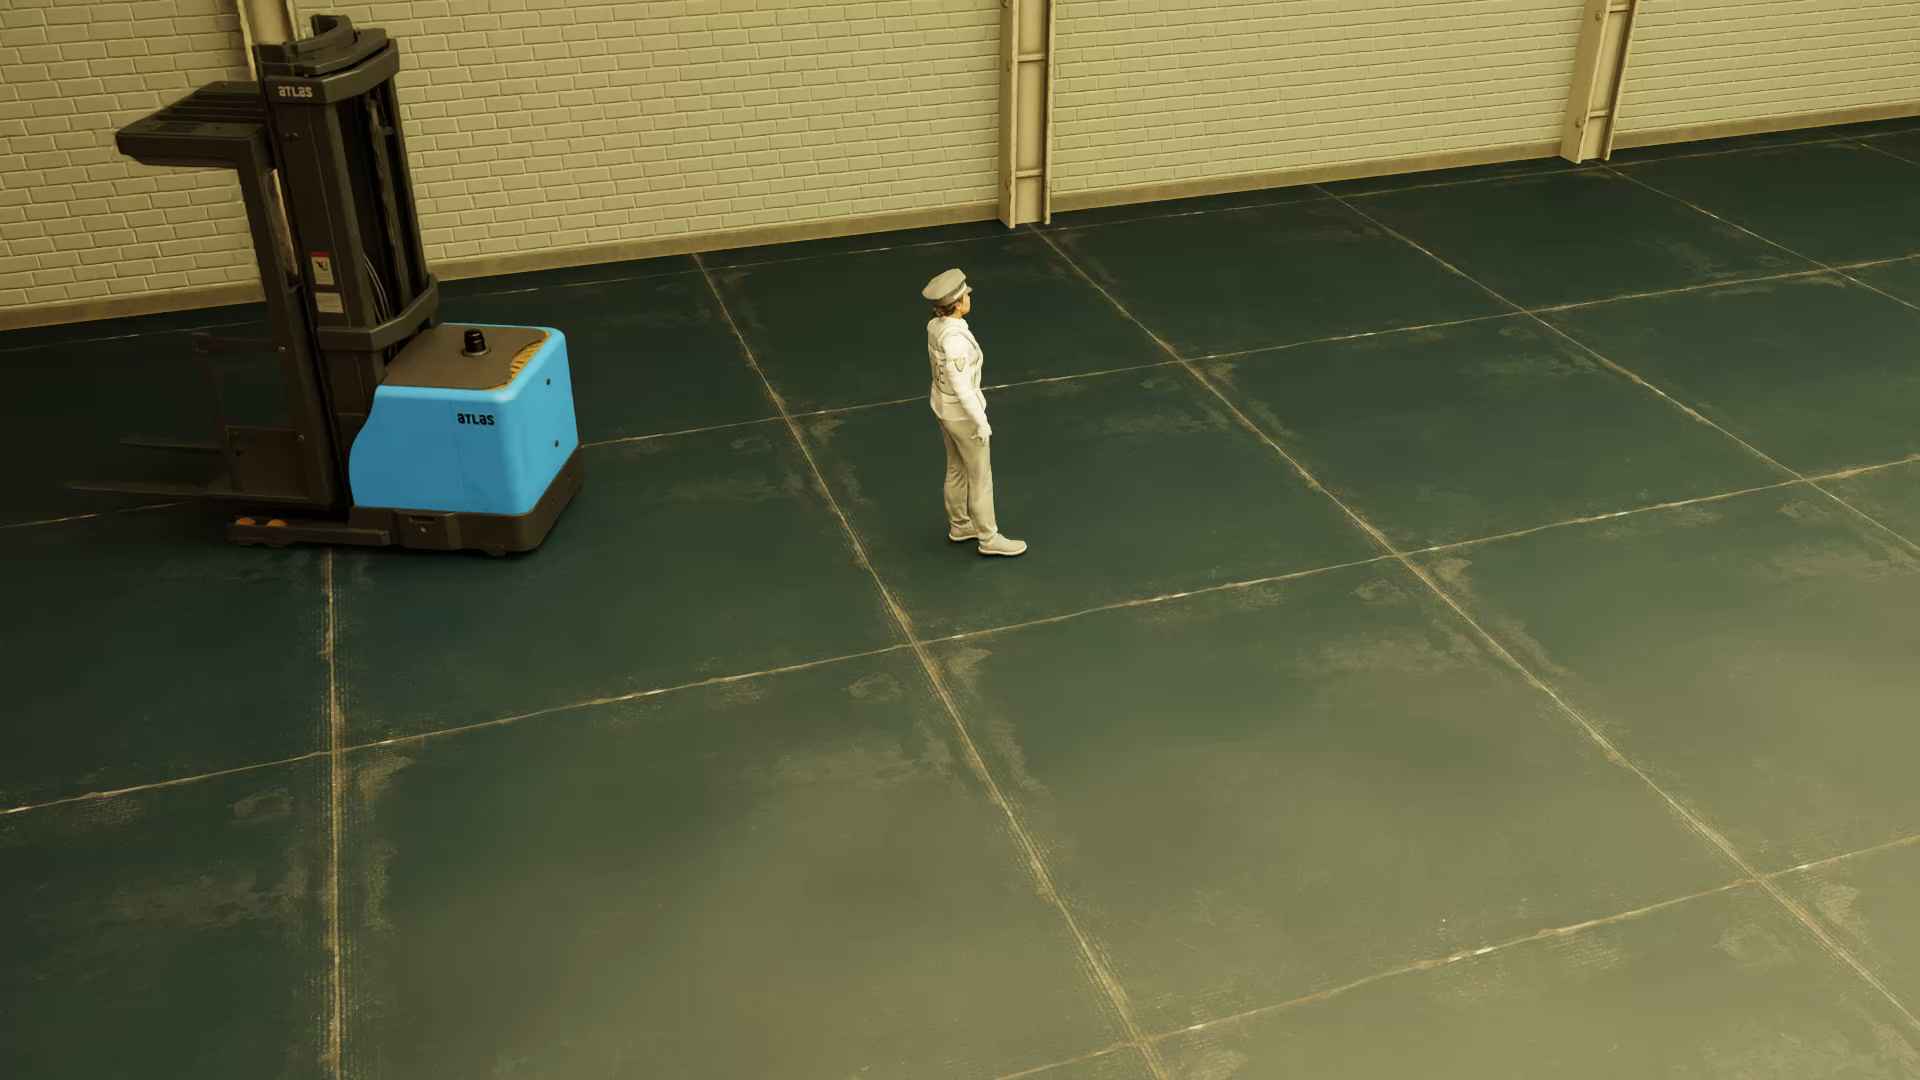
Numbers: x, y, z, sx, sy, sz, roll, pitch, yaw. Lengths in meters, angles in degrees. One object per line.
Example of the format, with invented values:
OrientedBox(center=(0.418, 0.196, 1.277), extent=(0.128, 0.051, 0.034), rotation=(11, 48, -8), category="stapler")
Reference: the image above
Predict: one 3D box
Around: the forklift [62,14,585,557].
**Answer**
OrientedBox(center=(-3.940, -1.481, 9.660), extent=(3.031, 2.935, 1.130), rotation=(3, 30, 6), category="forklift")

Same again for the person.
OrientedBox(center=(0.067, -0.749, 9.613), extent=(0.531, 1.695, 0.588), rotation=(-10, 31, -16), category="person")
